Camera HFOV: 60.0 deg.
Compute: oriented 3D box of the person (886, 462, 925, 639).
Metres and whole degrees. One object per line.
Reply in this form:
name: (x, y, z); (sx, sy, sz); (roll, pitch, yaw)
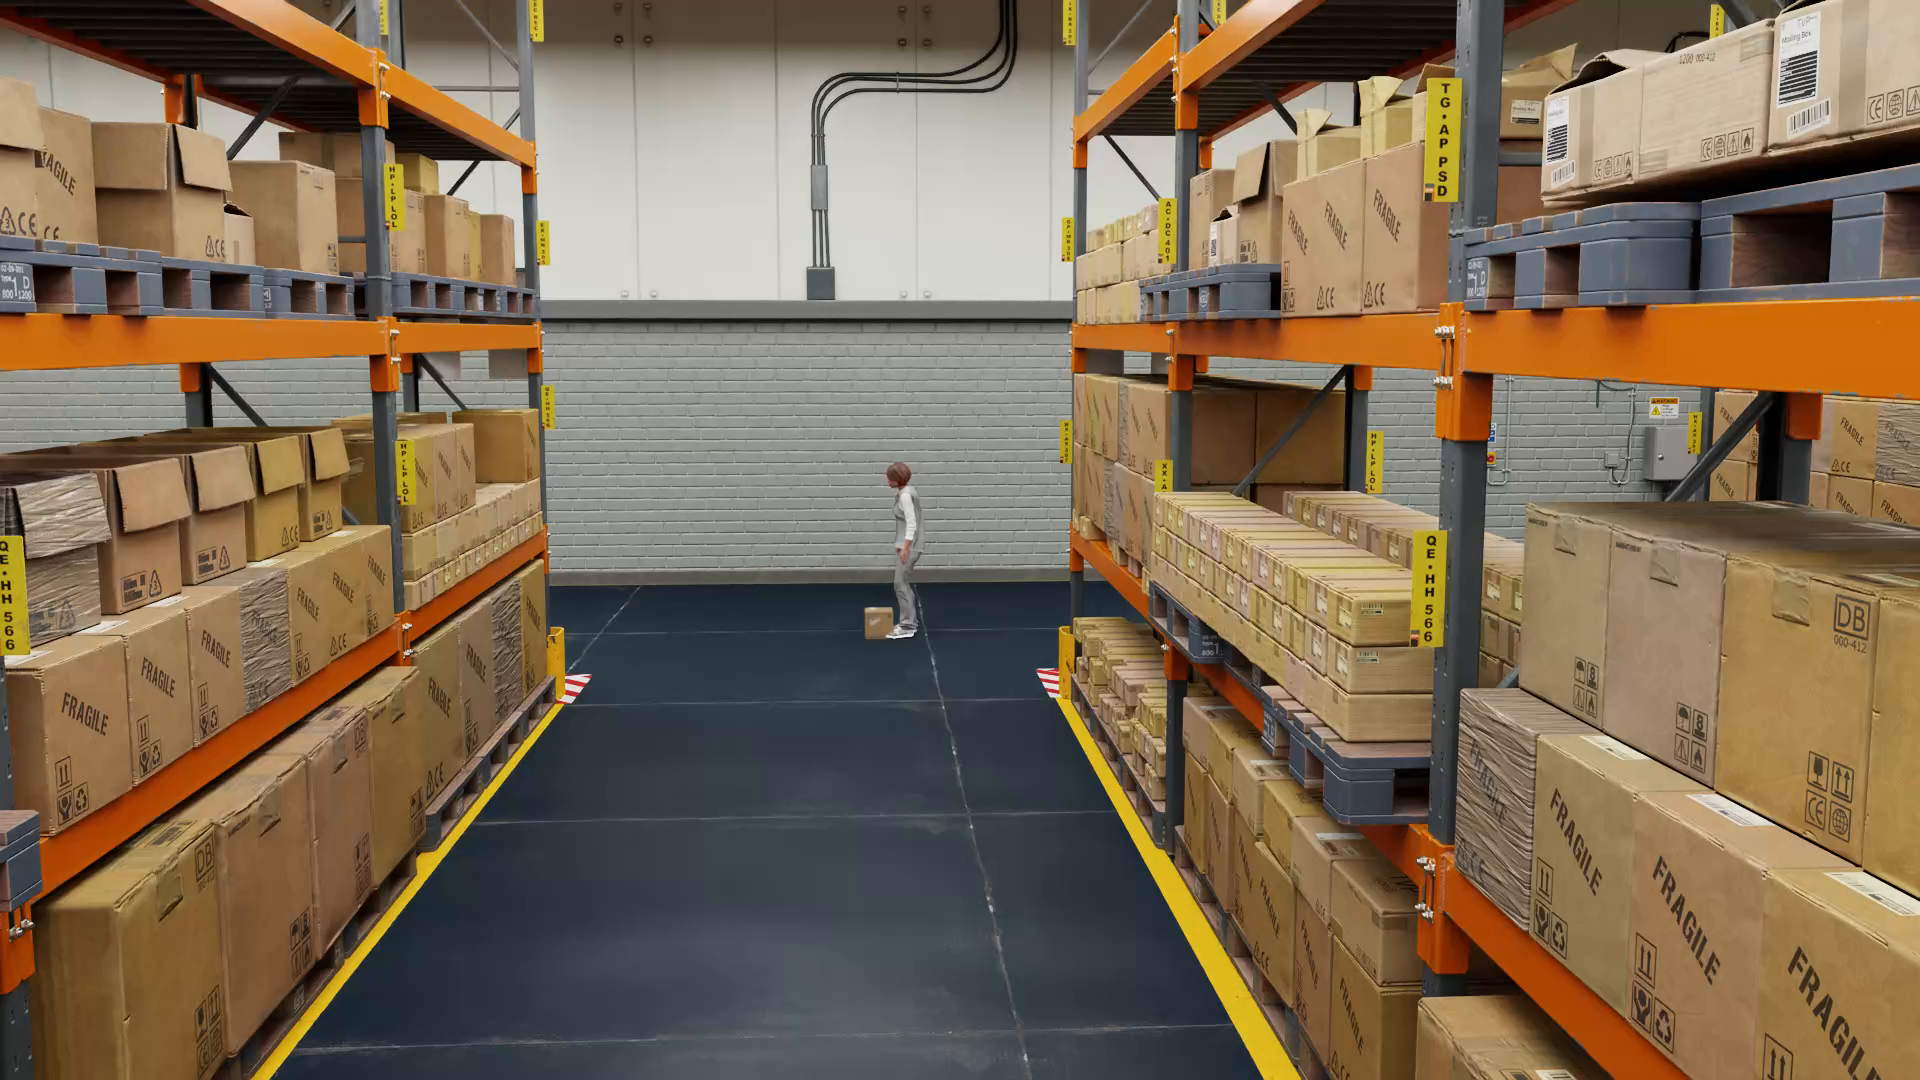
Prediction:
person: (-0.510, 0.089, 15.092); (0.376, 1.590, 0.467); (-1, 7, -6)
